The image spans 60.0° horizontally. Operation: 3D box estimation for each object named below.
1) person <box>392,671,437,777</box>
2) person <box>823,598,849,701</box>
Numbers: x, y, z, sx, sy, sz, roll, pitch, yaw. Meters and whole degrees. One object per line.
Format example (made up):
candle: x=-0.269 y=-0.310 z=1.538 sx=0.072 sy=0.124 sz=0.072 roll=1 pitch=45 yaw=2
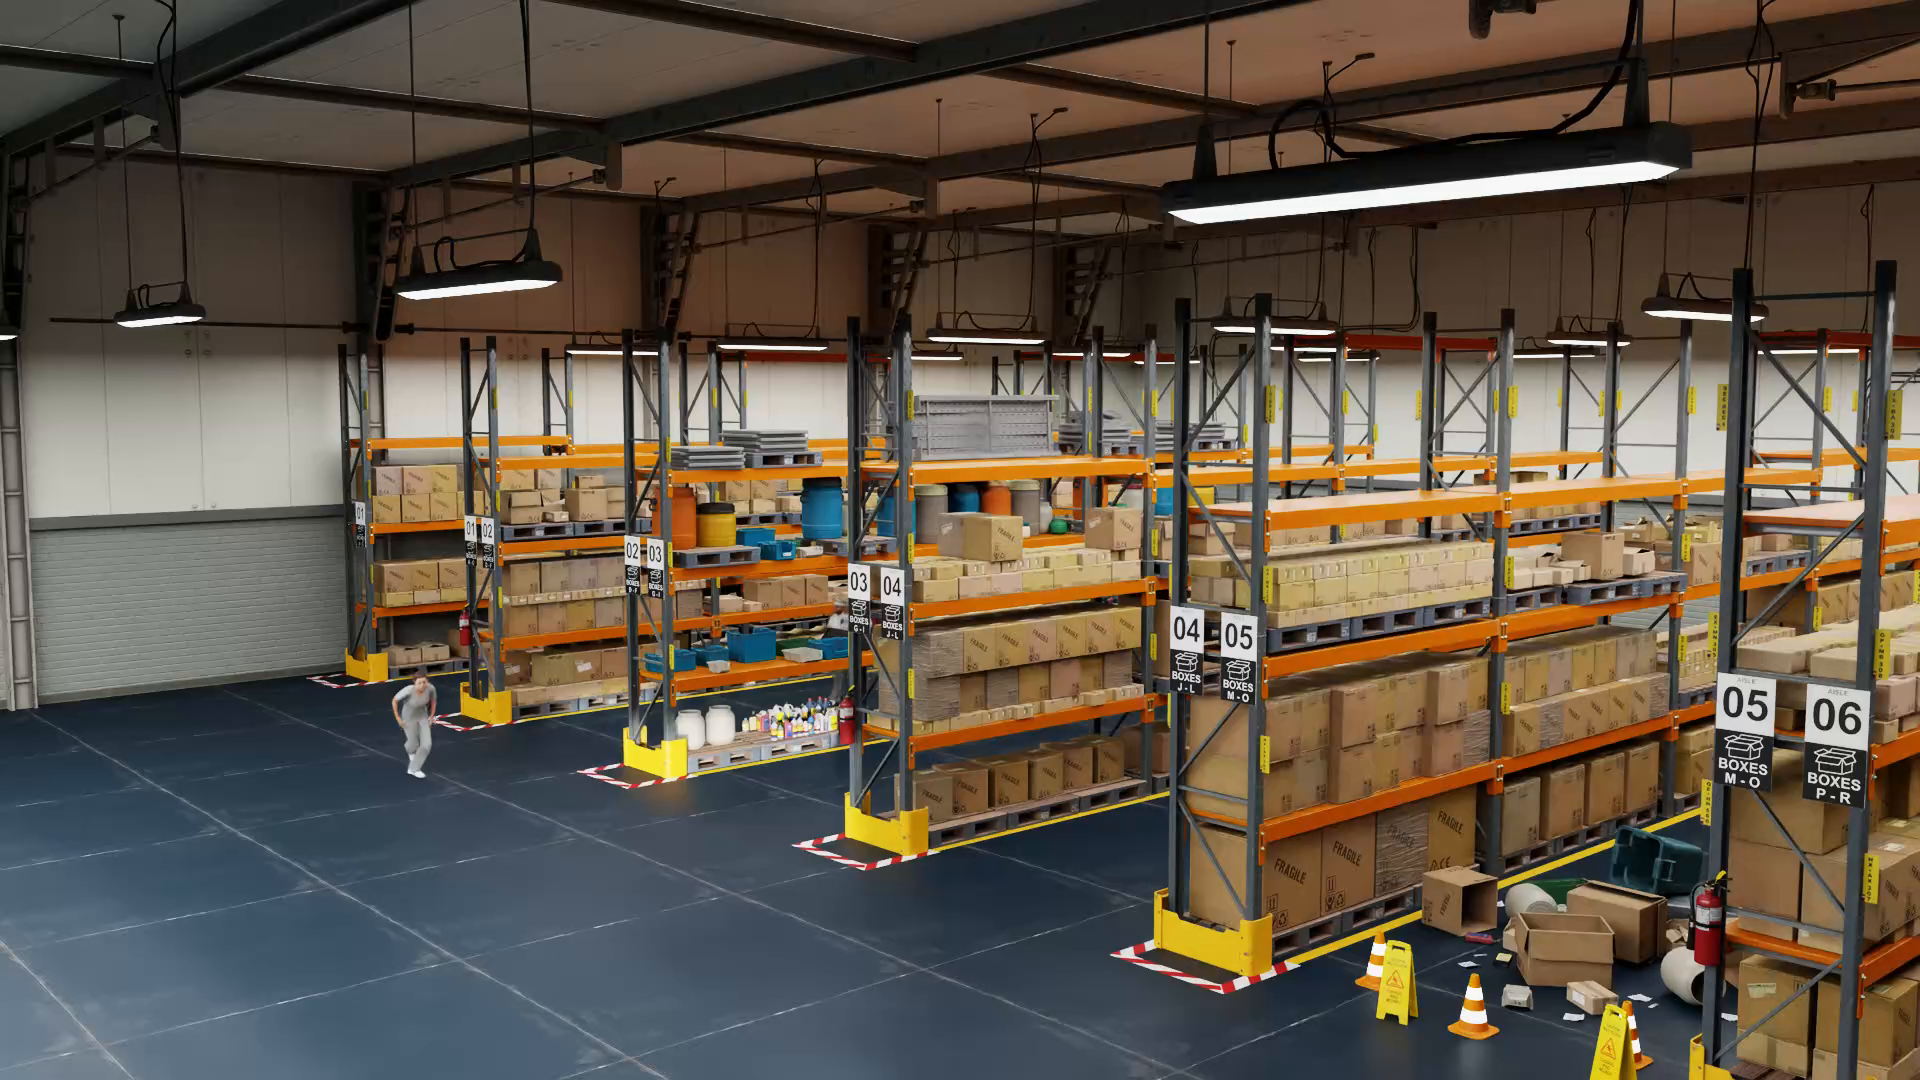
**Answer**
person: x=-7.332 y=2.445 z=22.294 sx=0.571 sy=1.483 sz=0.887 roll=-3 pitch=6 yaw=-34
person: x=-1.963 y=1.824 z=27.806 sx=0.860 sy=1.742 sz=0.530 roll=-5 pitch=7 yaw=-45
